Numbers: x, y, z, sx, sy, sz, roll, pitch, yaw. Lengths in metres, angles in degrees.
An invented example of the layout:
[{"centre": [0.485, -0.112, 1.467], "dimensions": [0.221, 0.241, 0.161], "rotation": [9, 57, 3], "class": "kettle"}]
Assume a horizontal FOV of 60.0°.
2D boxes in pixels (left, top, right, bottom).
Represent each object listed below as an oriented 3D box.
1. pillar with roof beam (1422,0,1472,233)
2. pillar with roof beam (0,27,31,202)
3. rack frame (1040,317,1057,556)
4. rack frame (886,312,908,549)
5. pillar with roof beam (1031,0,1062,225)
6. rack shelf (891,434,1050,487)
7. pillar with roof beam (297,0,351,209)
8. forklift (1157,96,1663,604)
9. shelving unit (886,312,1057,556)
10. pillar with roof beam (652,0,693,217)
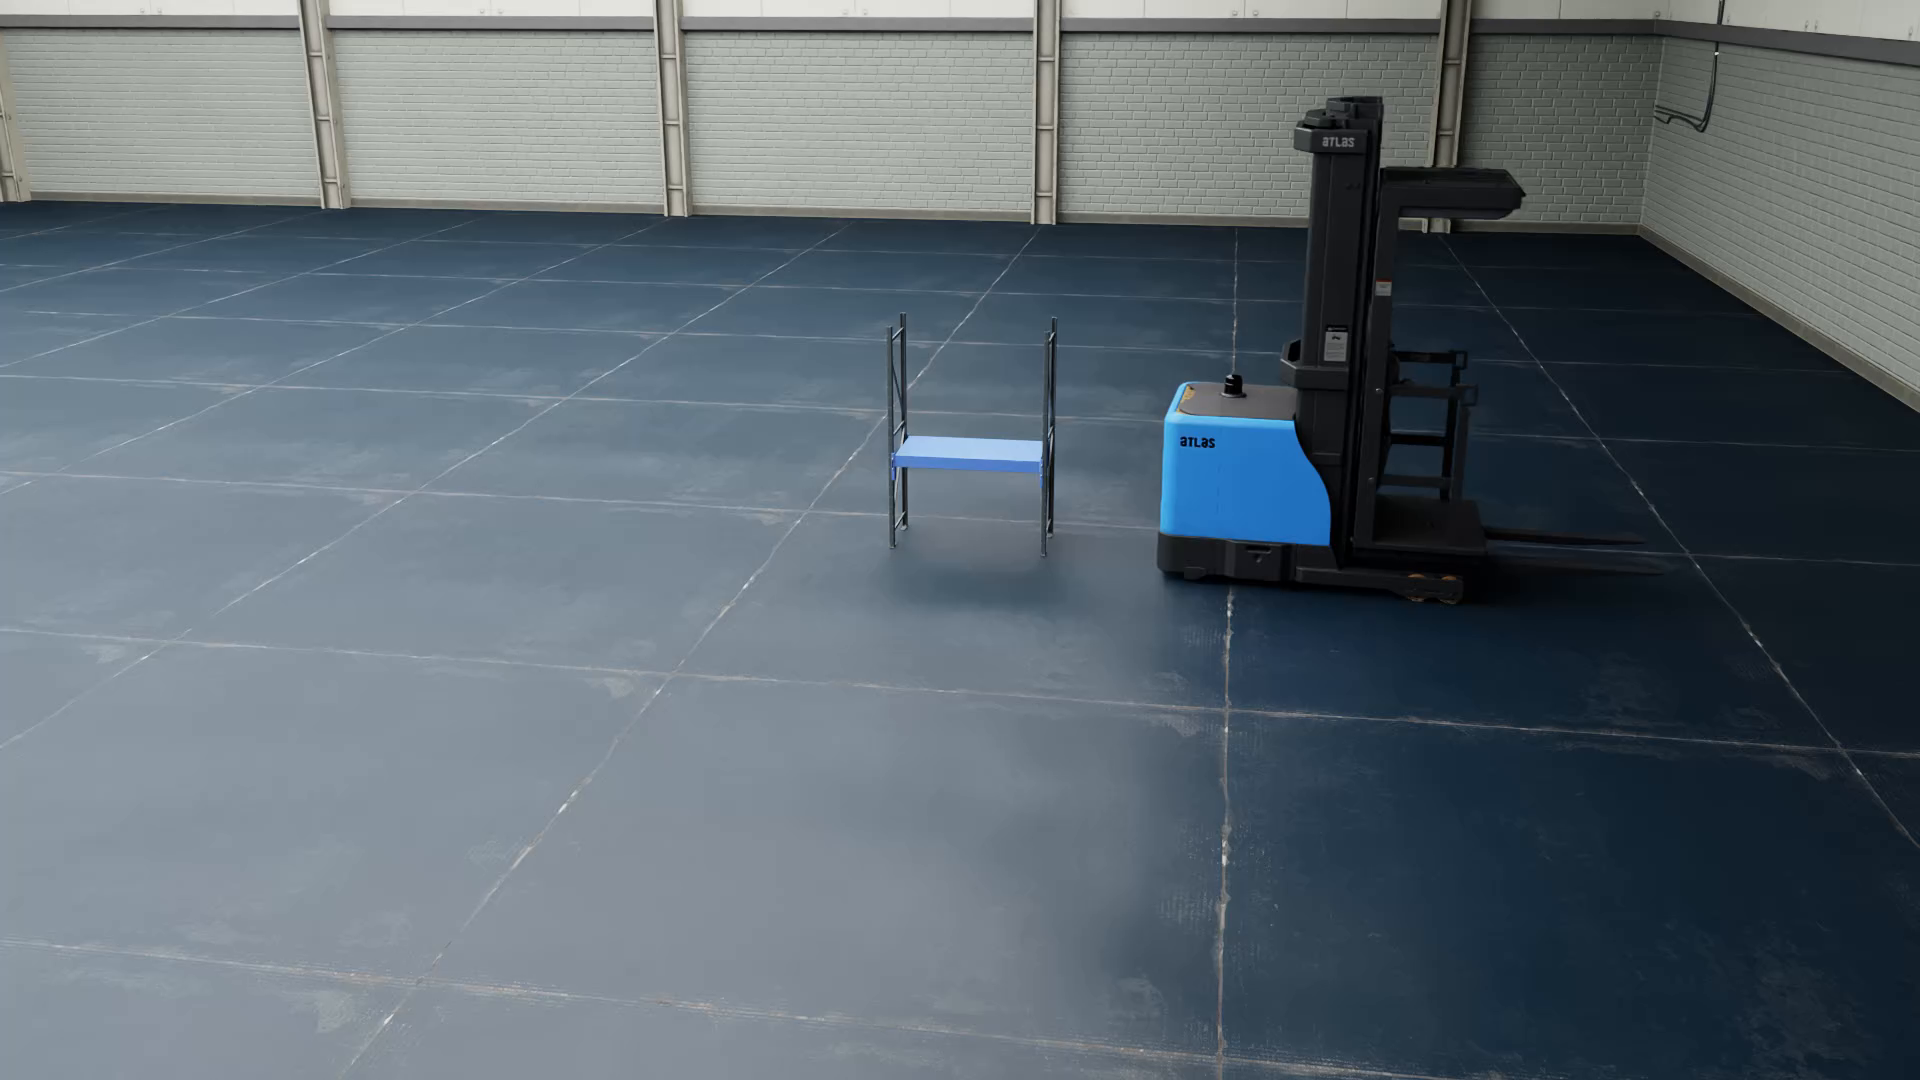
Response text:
[{"centre": [6.573, -7.623, 19.902], "dimensions": [0.400, 9.000, 9.100], "rotation": [3, 19, 9], "class": "pillar with roof beam"}, {"centre": [-17.123, -8.830, 23.512], "dimensions": [0.400, 9.000, 9.100], "rotation": [3, 19, 9], "class": "pillar with roof beam"}, {"centre": [0.586, -0.681, 10.976], "dimensions": [0.032, 1.500, 0.500], "rotation": [3, 19, 9], "class": "rack frame"}, {"centre": [-0.418, -0.733, 11.129], "dimensions": [0.032, 1.500, 0.500], "rotation": [3, 19, 9], "class": "rack frame"}, {"centre": [0.649, -7.924, 20.805], "dimensions": [0.400, 9.000, 9.100], "rotation": [3, 19, 9], "class": "pillar with roof beam"}, {"centre": [0.084, -0.536, 11.109], "dimensions": [1.000, 0.185, 0.538], "rotation": [3, 19, 9], "class": "rack shelf"}, {"centre": [-11.199, -8.528, 22.610], "dimensions": [0.400, 9.000, 9.100], "rotation": [3, 19, 9], "class": "pillar with roof beam"}, {"centre": [2.824, -1.185, 10.225], "dimensions": [3.031, 2.935, 1.130], "rotation": [4, 19, 12], "class": "forklift"}, {"centre": [0.084, -0.707, 11.052], "dimensions": [1.048, 1.500, 0.538], "rotation": [3, 19, 9], "class": "shelving unit"}, {"centre": [-5.275, -8.226, 21.707], "dimensions": [0.400, 9.000, 9.100], "rotation": [3, 19, 9], "class": "pillar with roof beam"}]
